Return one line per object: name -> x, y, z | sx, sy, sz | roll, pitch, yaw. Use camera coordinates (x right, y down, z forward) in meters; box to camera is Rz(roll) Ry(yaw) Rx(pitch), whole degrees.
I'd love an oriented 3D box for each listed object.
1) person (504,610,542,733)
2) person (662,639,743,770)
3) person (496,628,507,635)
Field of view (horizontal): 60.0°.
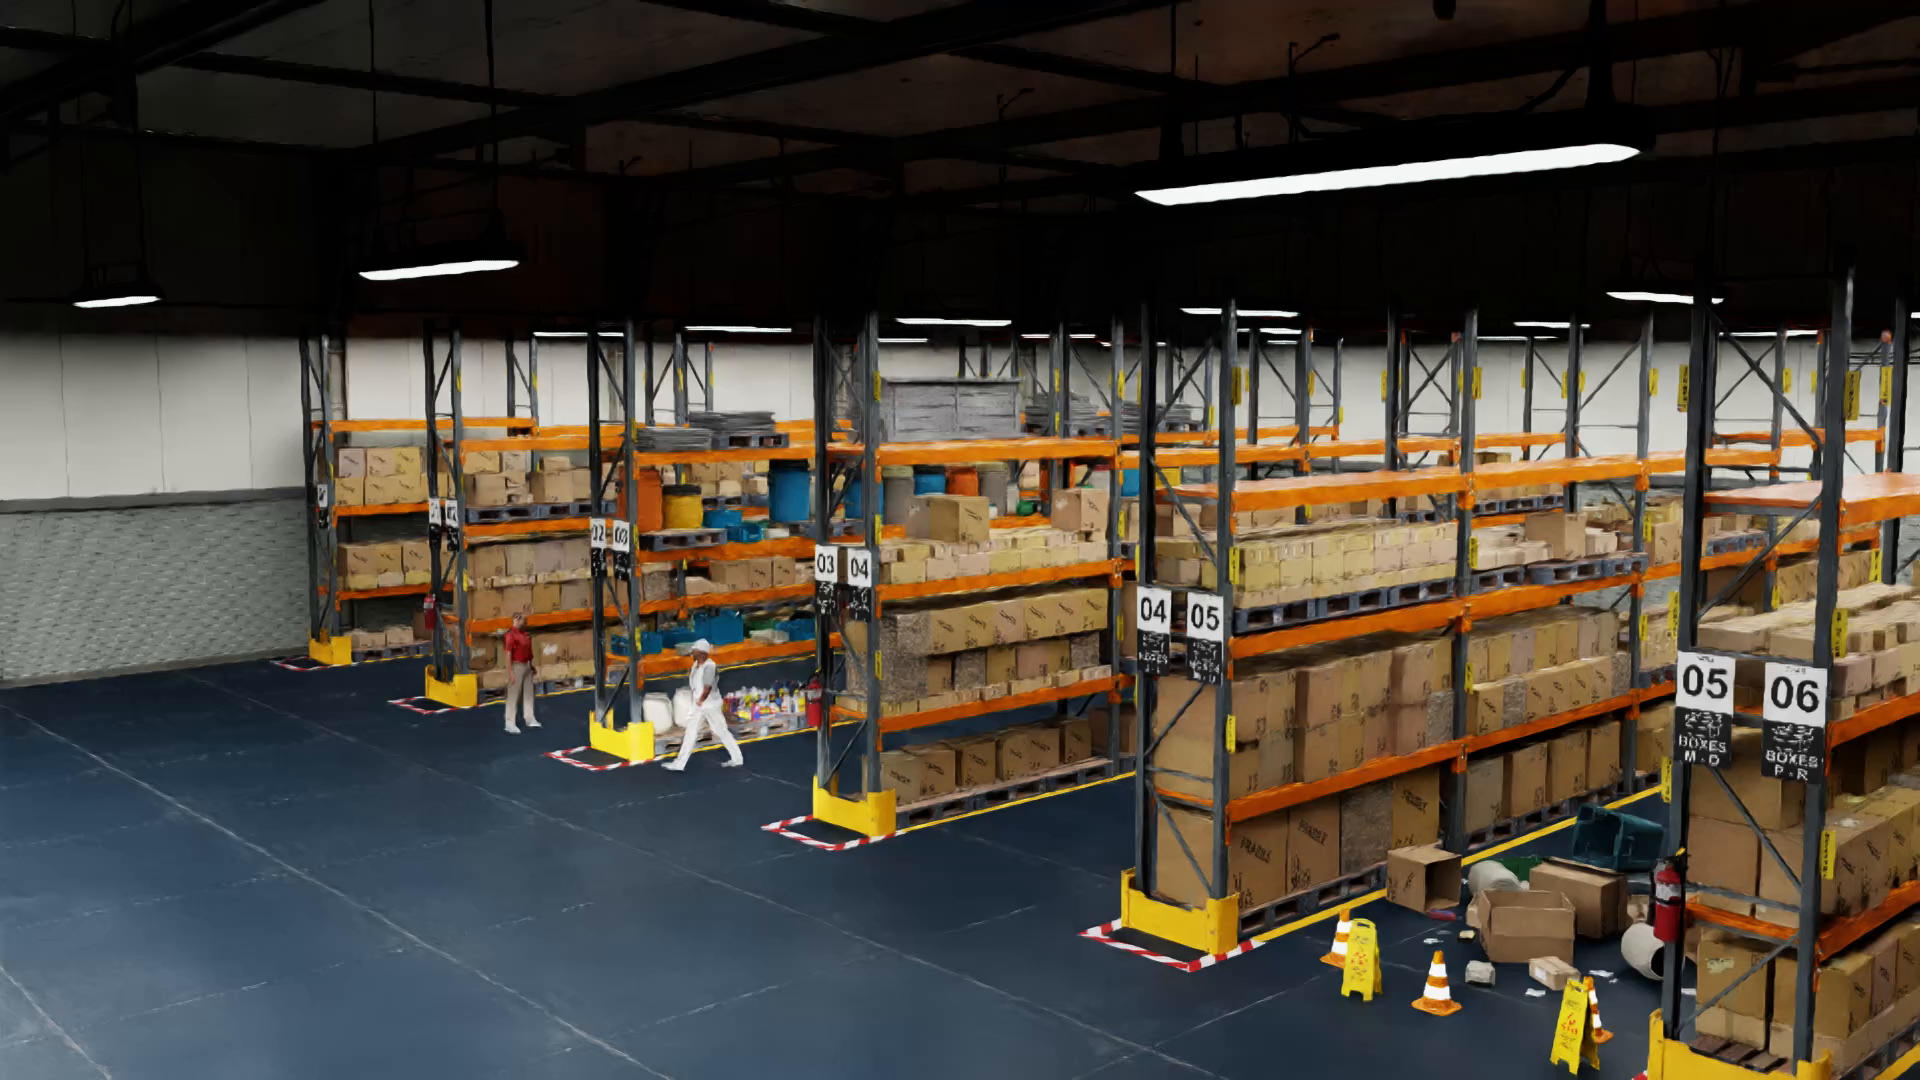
person -> -6.301, 1.876, 23.940 | 0.450, 1.735, 0.595 | 2, 6, 17
person -> -3.321, 2.128, 21.489 | 1.036, 1.724, 0.552 | -4, 7, -34
person -> -8.187, 1.353, 29.759 | 0.612, 1.604, 0.811 | 3, 7, 29
